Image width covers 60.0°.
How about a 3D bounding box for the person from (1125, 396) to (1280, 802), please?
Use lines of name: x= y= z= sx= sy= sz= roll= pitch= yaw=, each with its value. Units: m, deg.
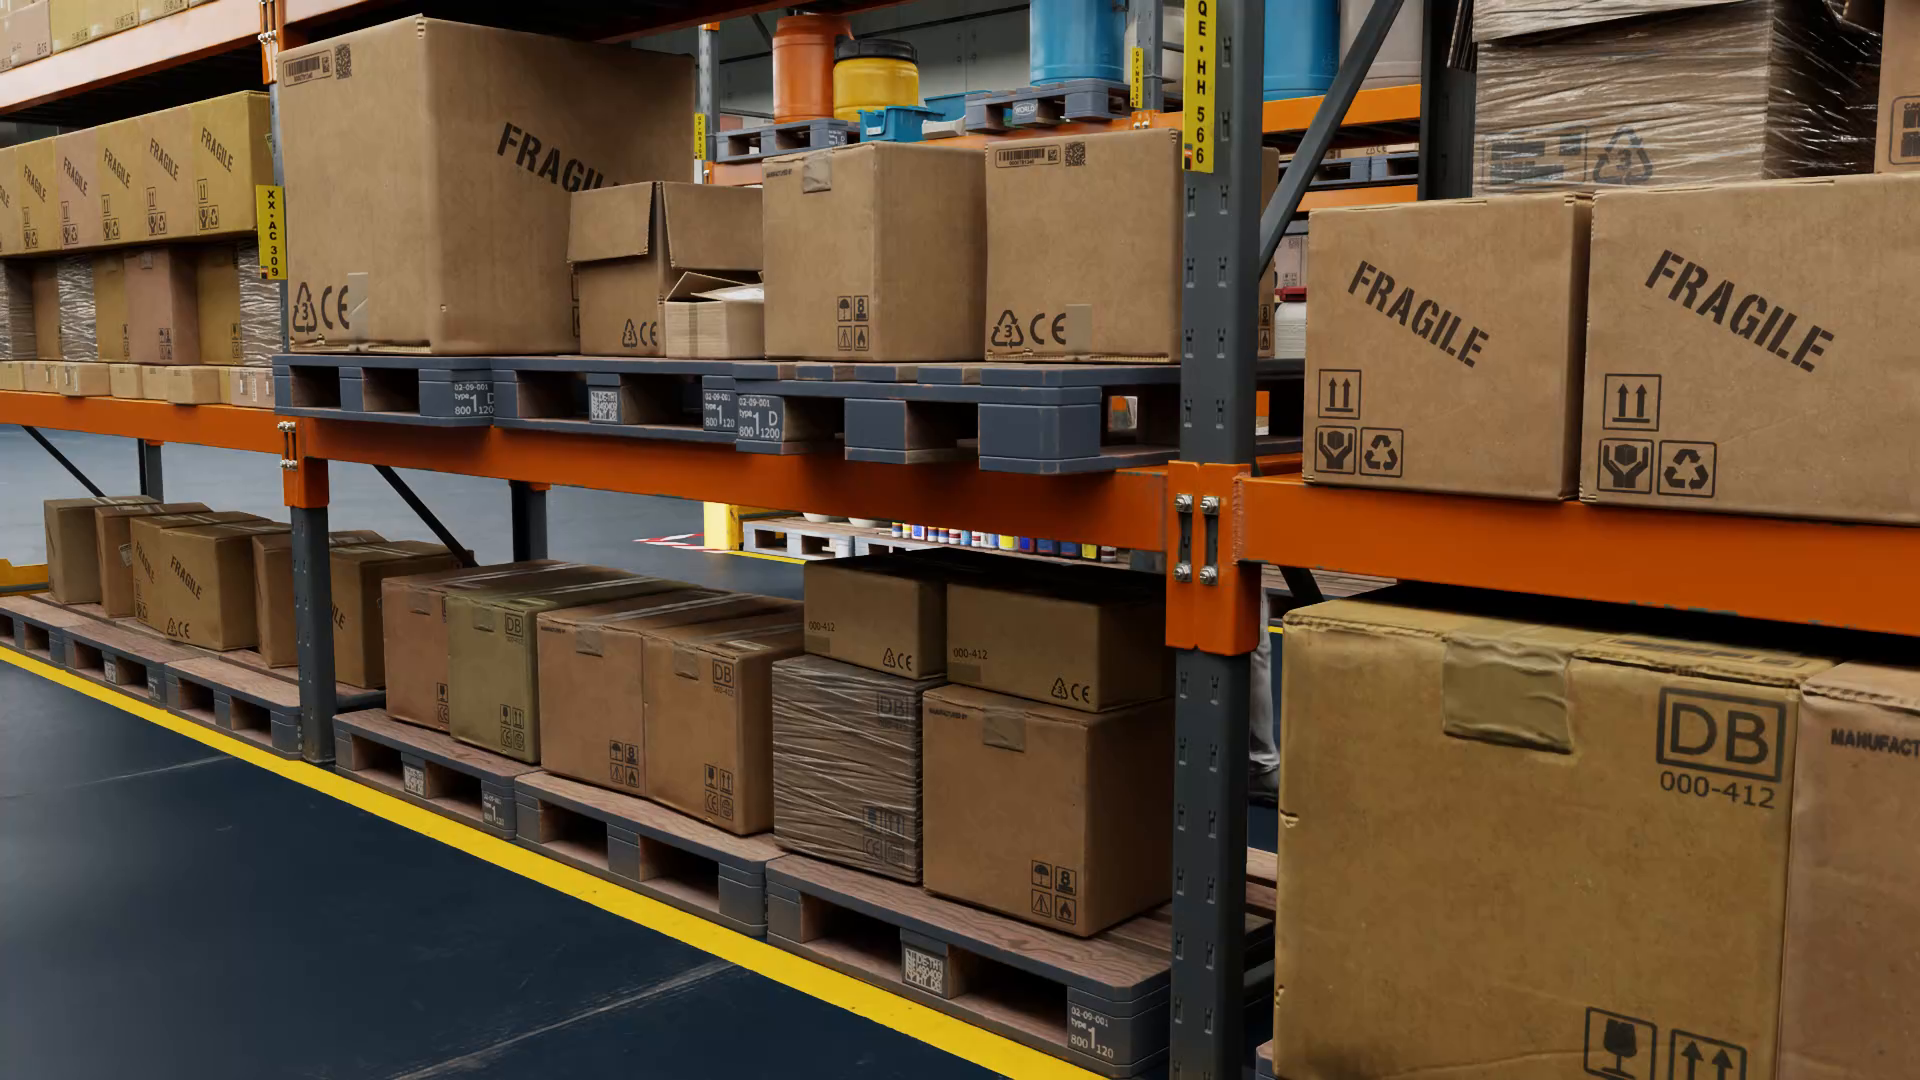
person: x=0.825 y=0.005 z=5.556 sx=0.810 sy=1.748 sz=0.577 roll=6 pitch=9 yaw=39
